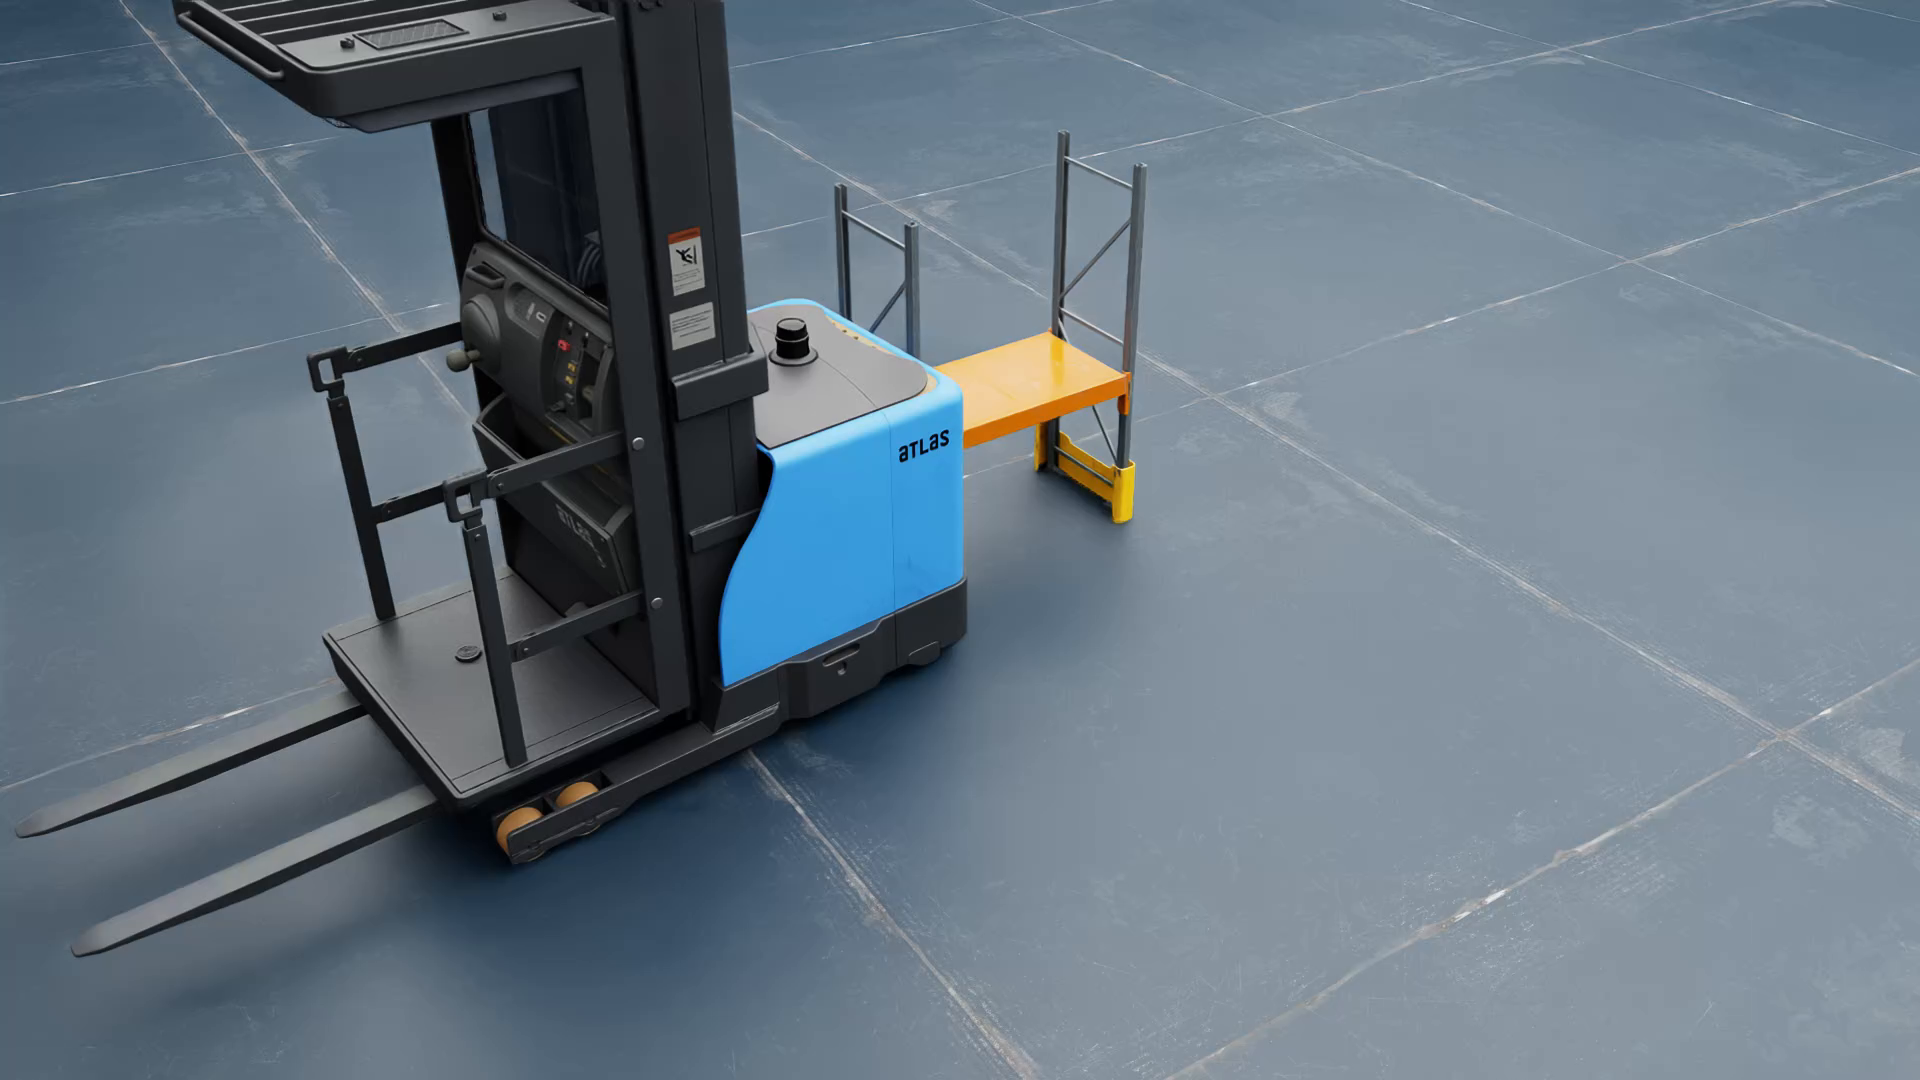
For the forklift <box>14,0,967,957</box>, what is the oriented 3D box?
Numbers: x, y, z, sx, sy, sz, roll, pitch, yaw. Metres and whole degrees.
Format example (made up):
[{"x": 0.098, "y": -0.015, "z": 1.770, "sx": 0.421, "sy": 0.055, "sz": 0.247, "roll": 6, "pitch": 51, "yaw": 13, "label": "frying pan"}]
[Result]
[{"x": -1.439, "y": -0.559, "z": 4.889, "sx": 3.031, "sy": 2.935, "sz": 1.130, "roll": -23, "pitch": 39, "yaw": -32, "label": "forklift"}]

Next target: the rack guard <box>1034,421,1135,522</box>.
[{"x": 0.519, "y": -0.315, "z": 7.014, "sx": 0.087, "sy": 0.250, "sz": 0.587, "roll": -21, "pitch": 38, "yaw": -29, "label": "rack guard"}]

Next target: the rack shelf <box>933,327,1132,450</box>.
[{"x": 0.119, "y": -0.541, "z": 6.539, "sx": 1.000, "sy": 0.185, "sz": 0.538, "roll": -21, "pitch": 38, "yaw": -29, "label": "rack shelf"}]

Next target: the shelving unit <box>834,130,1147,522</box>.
[{"x": 0.112, "y": -0.690, "z": 6.438, "sx": 1.083, "sy": 1.500, "sz": 0.587, "roll": -21, "pitch": 38, "yaw": -29, "label": "shelving unit"}]

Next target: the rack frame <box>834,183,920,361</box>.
[{"x": -0.296, "y": -0.537, "z": 6.195, "sx": 0.032, "sy": 1.500, "sz": 0.500, "roll": -21, "pitch": 38, "yaw": -29, "label": "rack frame"}]

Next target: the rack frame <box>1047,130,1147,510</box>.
[{"x": 0.535, "y": -0.849, "z": 6.690, "sx": 0.032, "sy": 1.500, "sz": 0.500, "roll": -21, "pitch": 38, "yaw": -29, "label": "rack frame"}]
